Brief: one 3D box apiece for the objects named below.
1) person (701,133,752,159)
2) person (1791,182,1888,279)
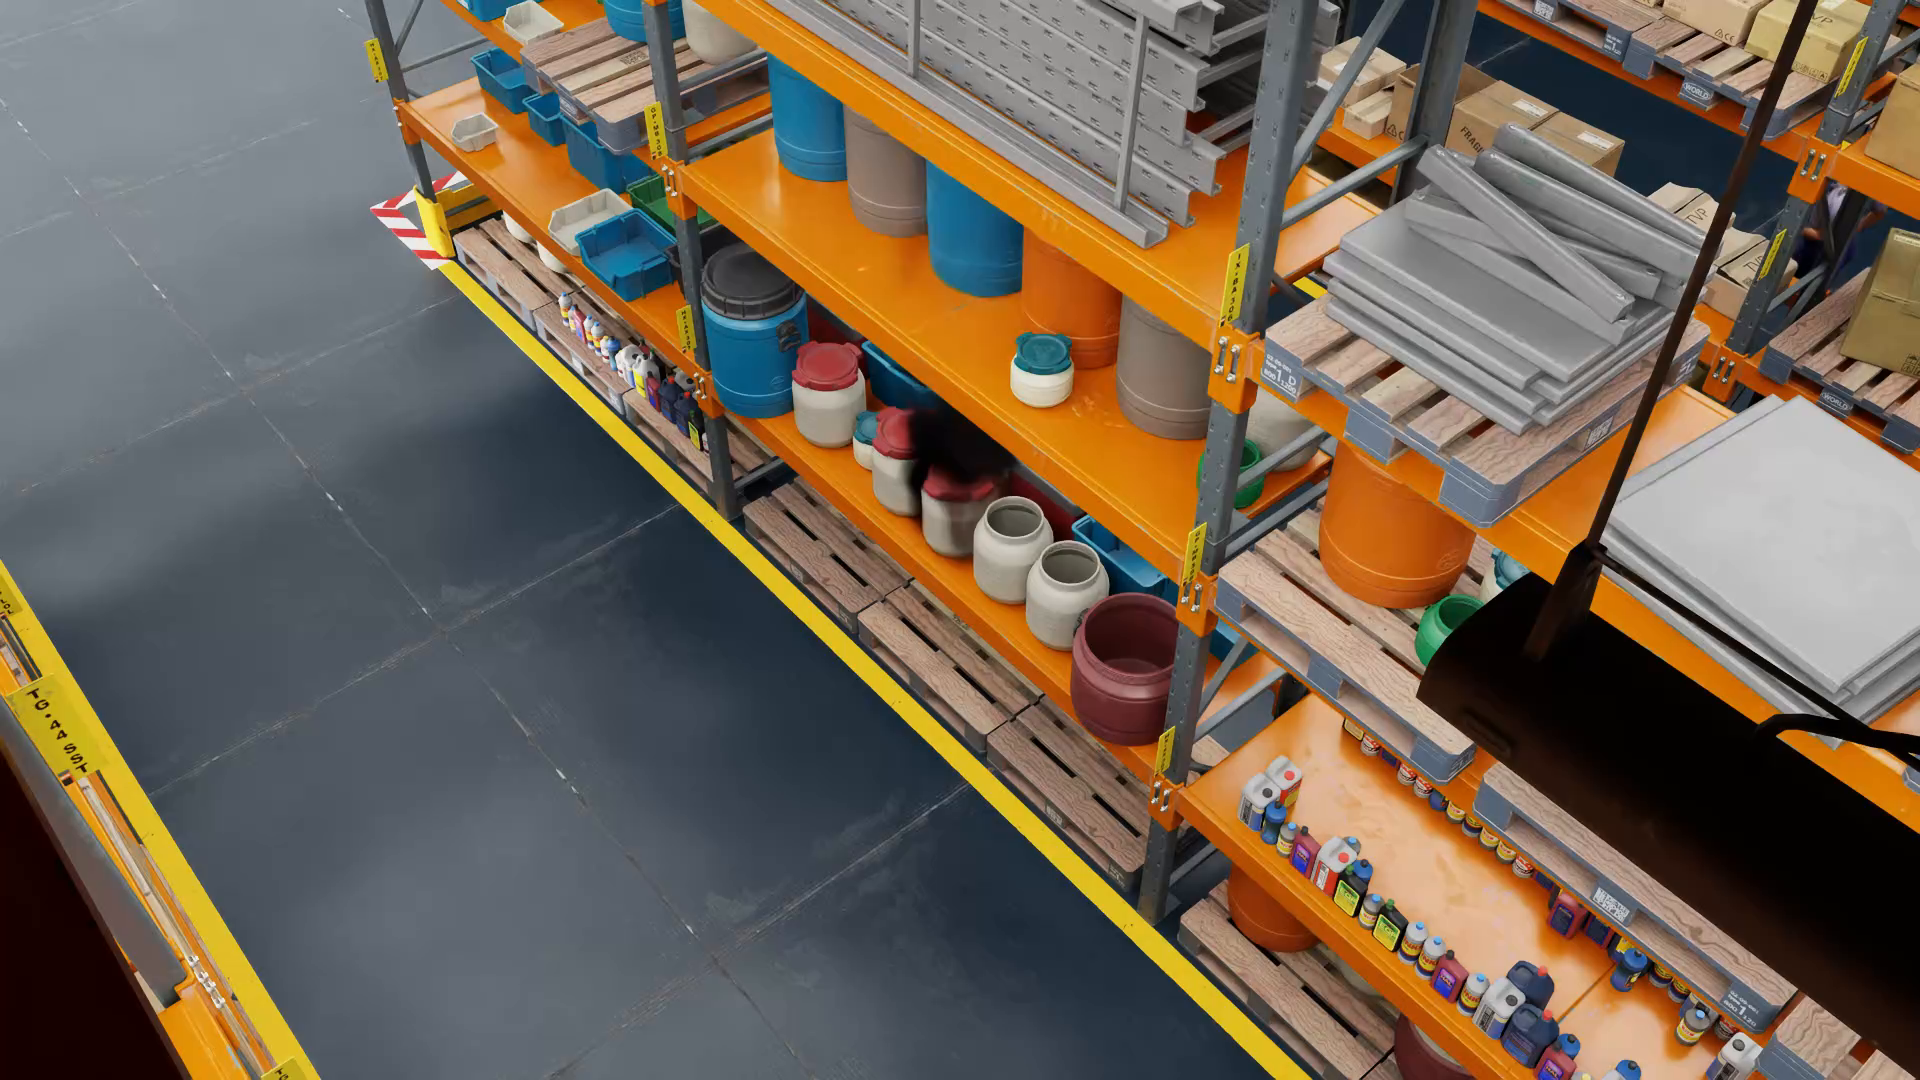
[{"bbox_3d":[-1.895,-3.513,13.126,0.628,1.741,0.654,15,48,14],"label":"person"},{"bbox_3d":[6.086,-2.066,11.827,0.587,1.613,0.575,-34,55,-28],"label":"person"}]
